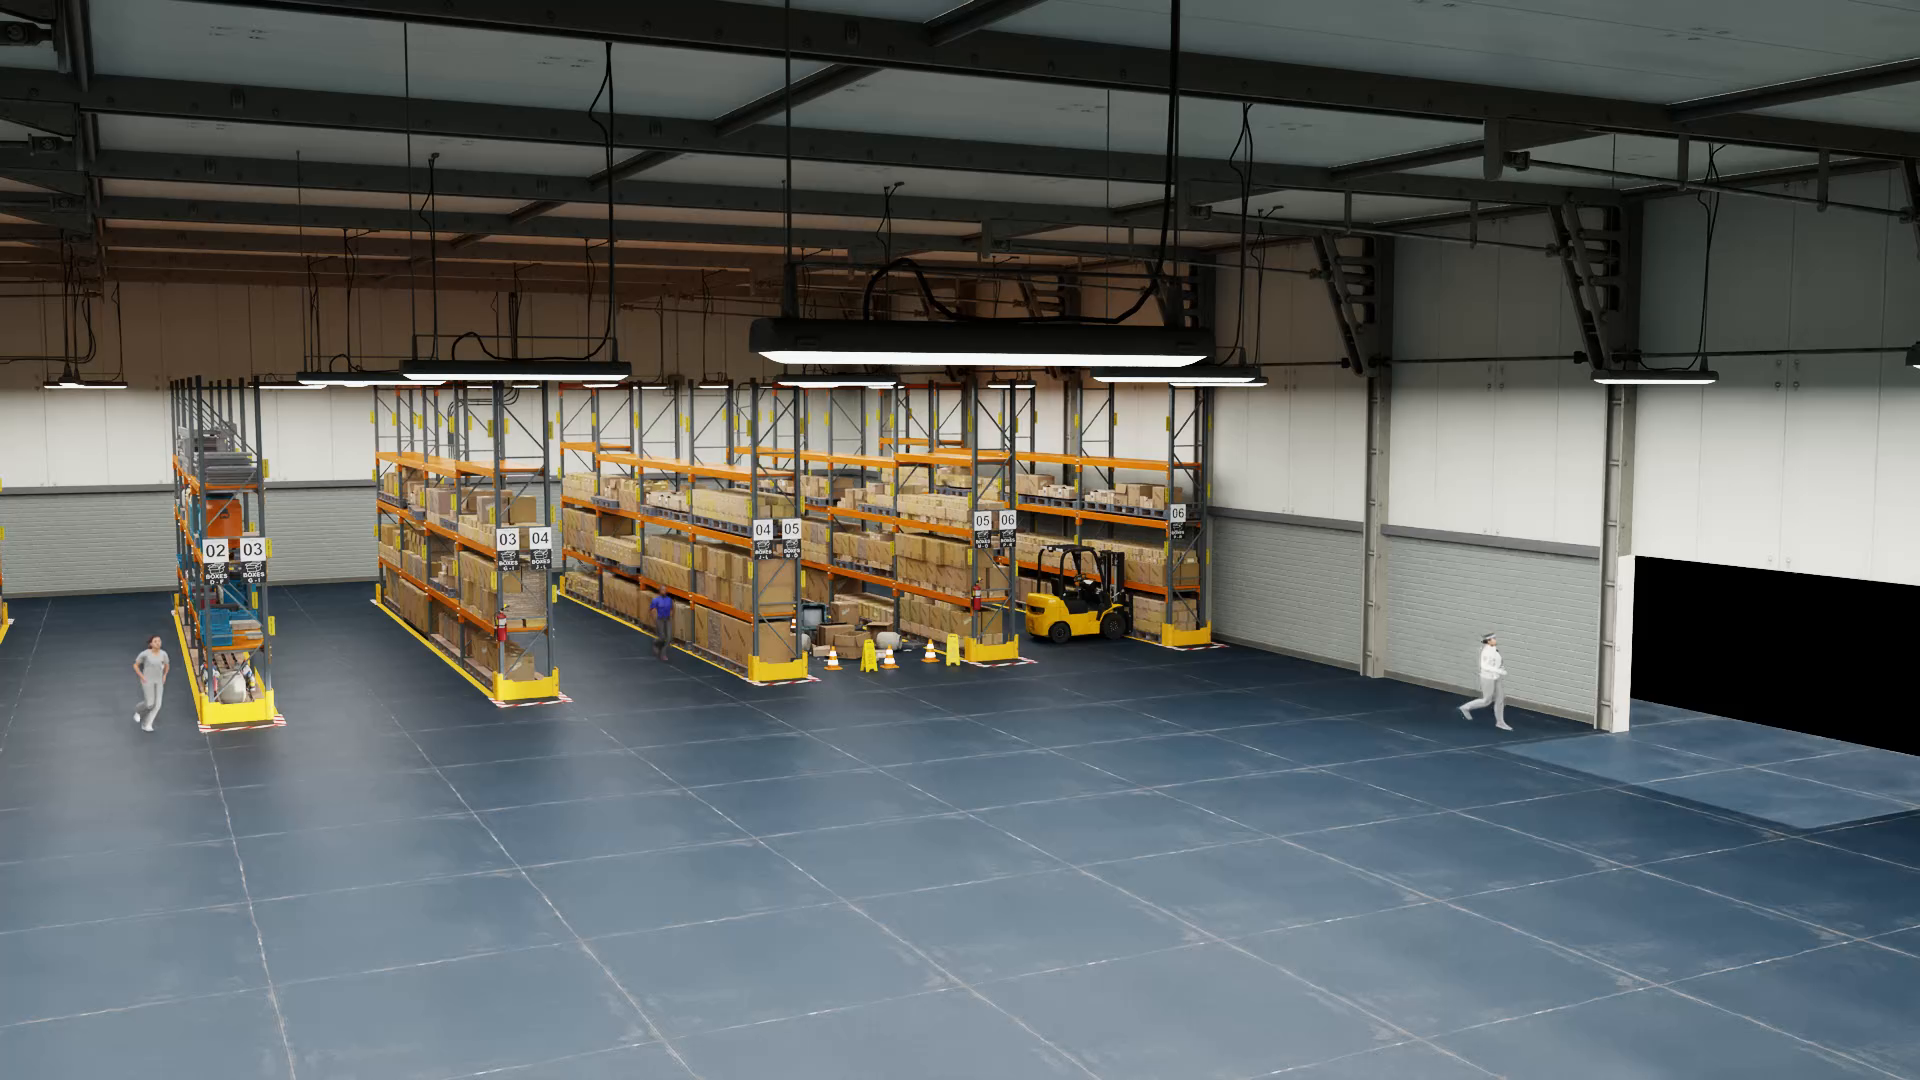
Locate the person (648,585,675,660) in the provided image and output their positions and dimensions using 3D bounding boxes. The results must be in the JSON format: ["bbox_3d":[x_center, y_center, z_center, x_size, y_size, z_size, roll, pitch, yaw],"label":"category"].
[{"bbox_3d":[-6.332,1.774,35.536,0.575,1.600,0.552,-4,6,-35],"label":"person"}]

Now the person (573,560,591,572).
[{"bbox_3d":[-10.966,0.599,48.507,0.601,1.674,0.581,-3,6,-33],"label":"person"}]

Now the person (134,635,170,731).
[{"bbox_3d":[-13.743,2.414,28.305,0.571,1.610,0.563,4,7,39],"label":"person"}]

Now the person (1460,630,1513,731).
[{"bbox_3d":[8.986,2.373,28.316,0.882,1.700,0.617,3,6,33],"label":"person"}]
